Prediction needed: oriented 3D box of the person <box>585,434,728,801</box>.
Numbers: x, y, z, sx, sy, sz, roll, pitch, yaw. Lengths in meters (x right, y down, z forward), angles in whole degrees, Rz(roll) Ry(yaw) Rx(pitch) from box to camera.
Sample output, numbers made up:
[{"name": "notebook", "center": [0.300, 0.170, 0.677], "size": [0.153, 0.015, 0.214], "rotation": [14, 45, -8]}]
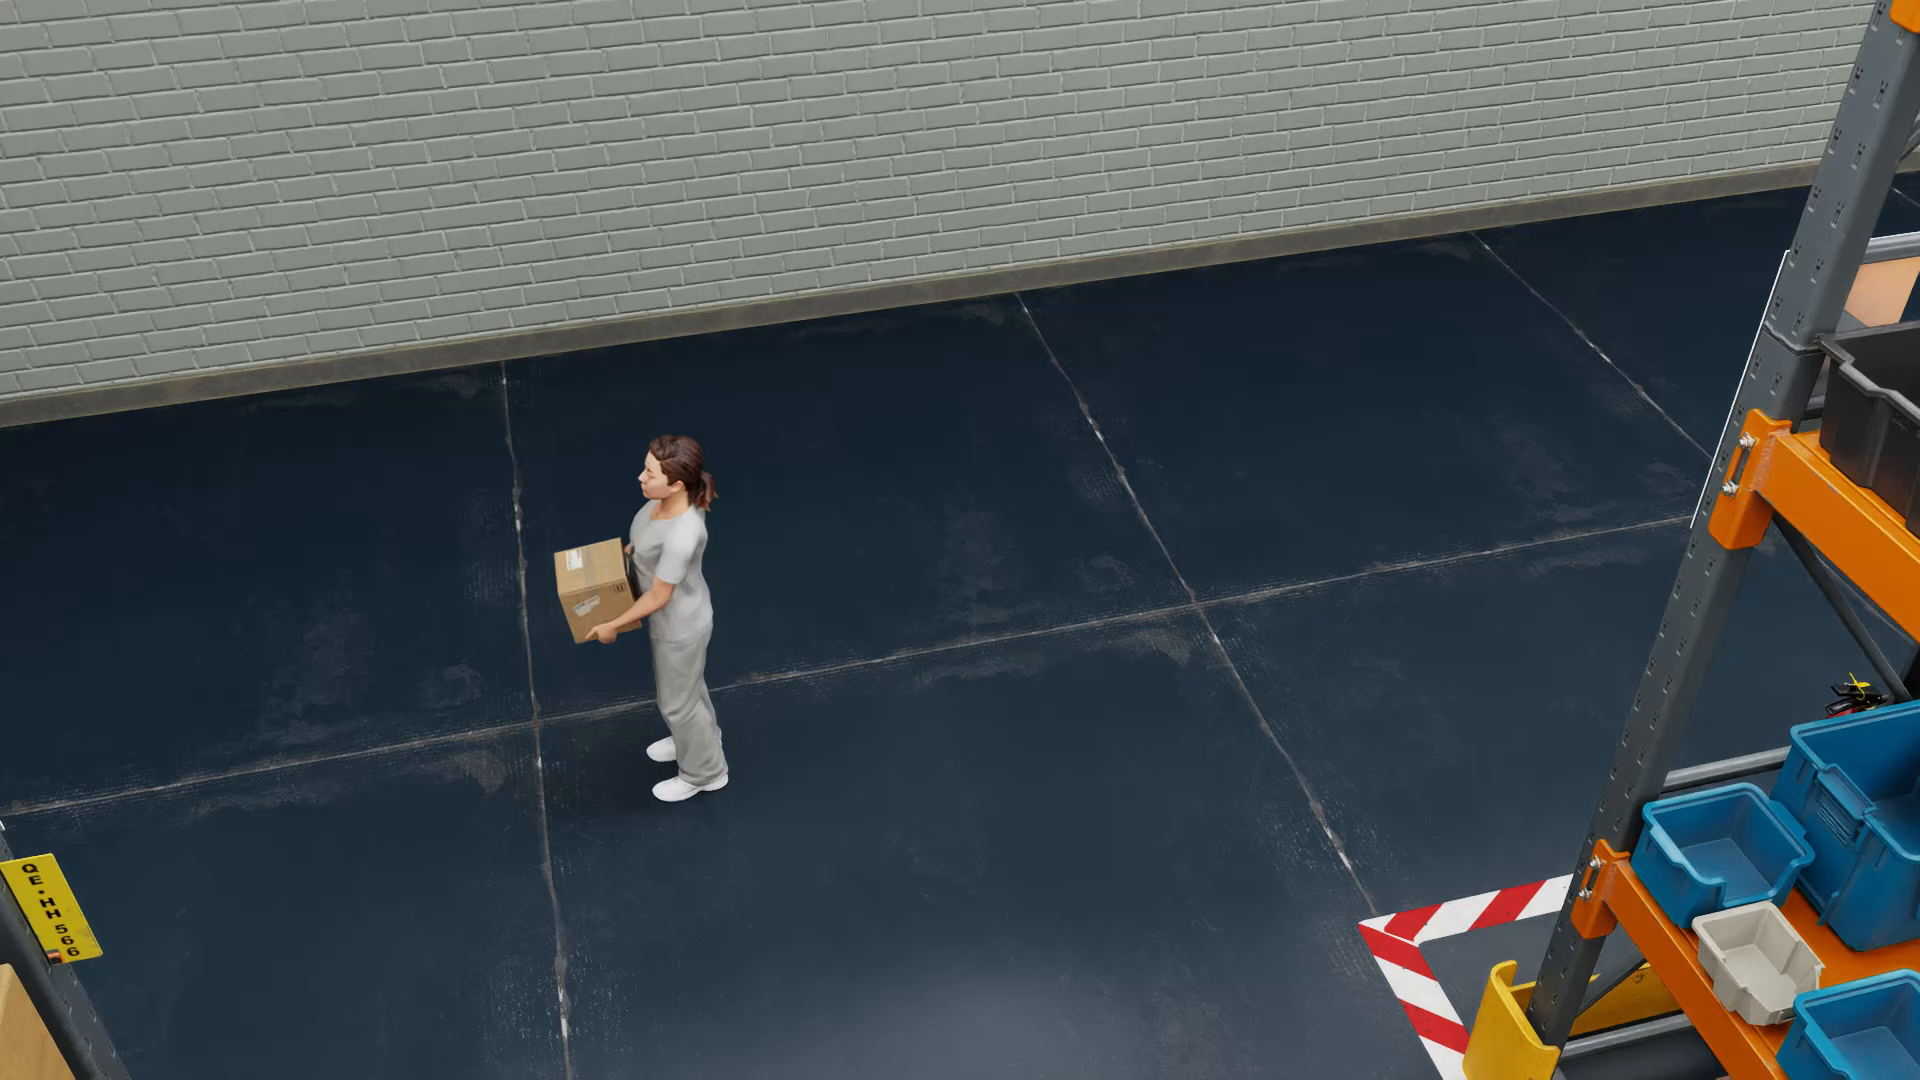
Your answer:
[{"name": "person", "center": [-1.145, 0.307, 6.336], "size": [0.555, 1.662, 0.437], "rotation": [-9, 39, -11]}]
